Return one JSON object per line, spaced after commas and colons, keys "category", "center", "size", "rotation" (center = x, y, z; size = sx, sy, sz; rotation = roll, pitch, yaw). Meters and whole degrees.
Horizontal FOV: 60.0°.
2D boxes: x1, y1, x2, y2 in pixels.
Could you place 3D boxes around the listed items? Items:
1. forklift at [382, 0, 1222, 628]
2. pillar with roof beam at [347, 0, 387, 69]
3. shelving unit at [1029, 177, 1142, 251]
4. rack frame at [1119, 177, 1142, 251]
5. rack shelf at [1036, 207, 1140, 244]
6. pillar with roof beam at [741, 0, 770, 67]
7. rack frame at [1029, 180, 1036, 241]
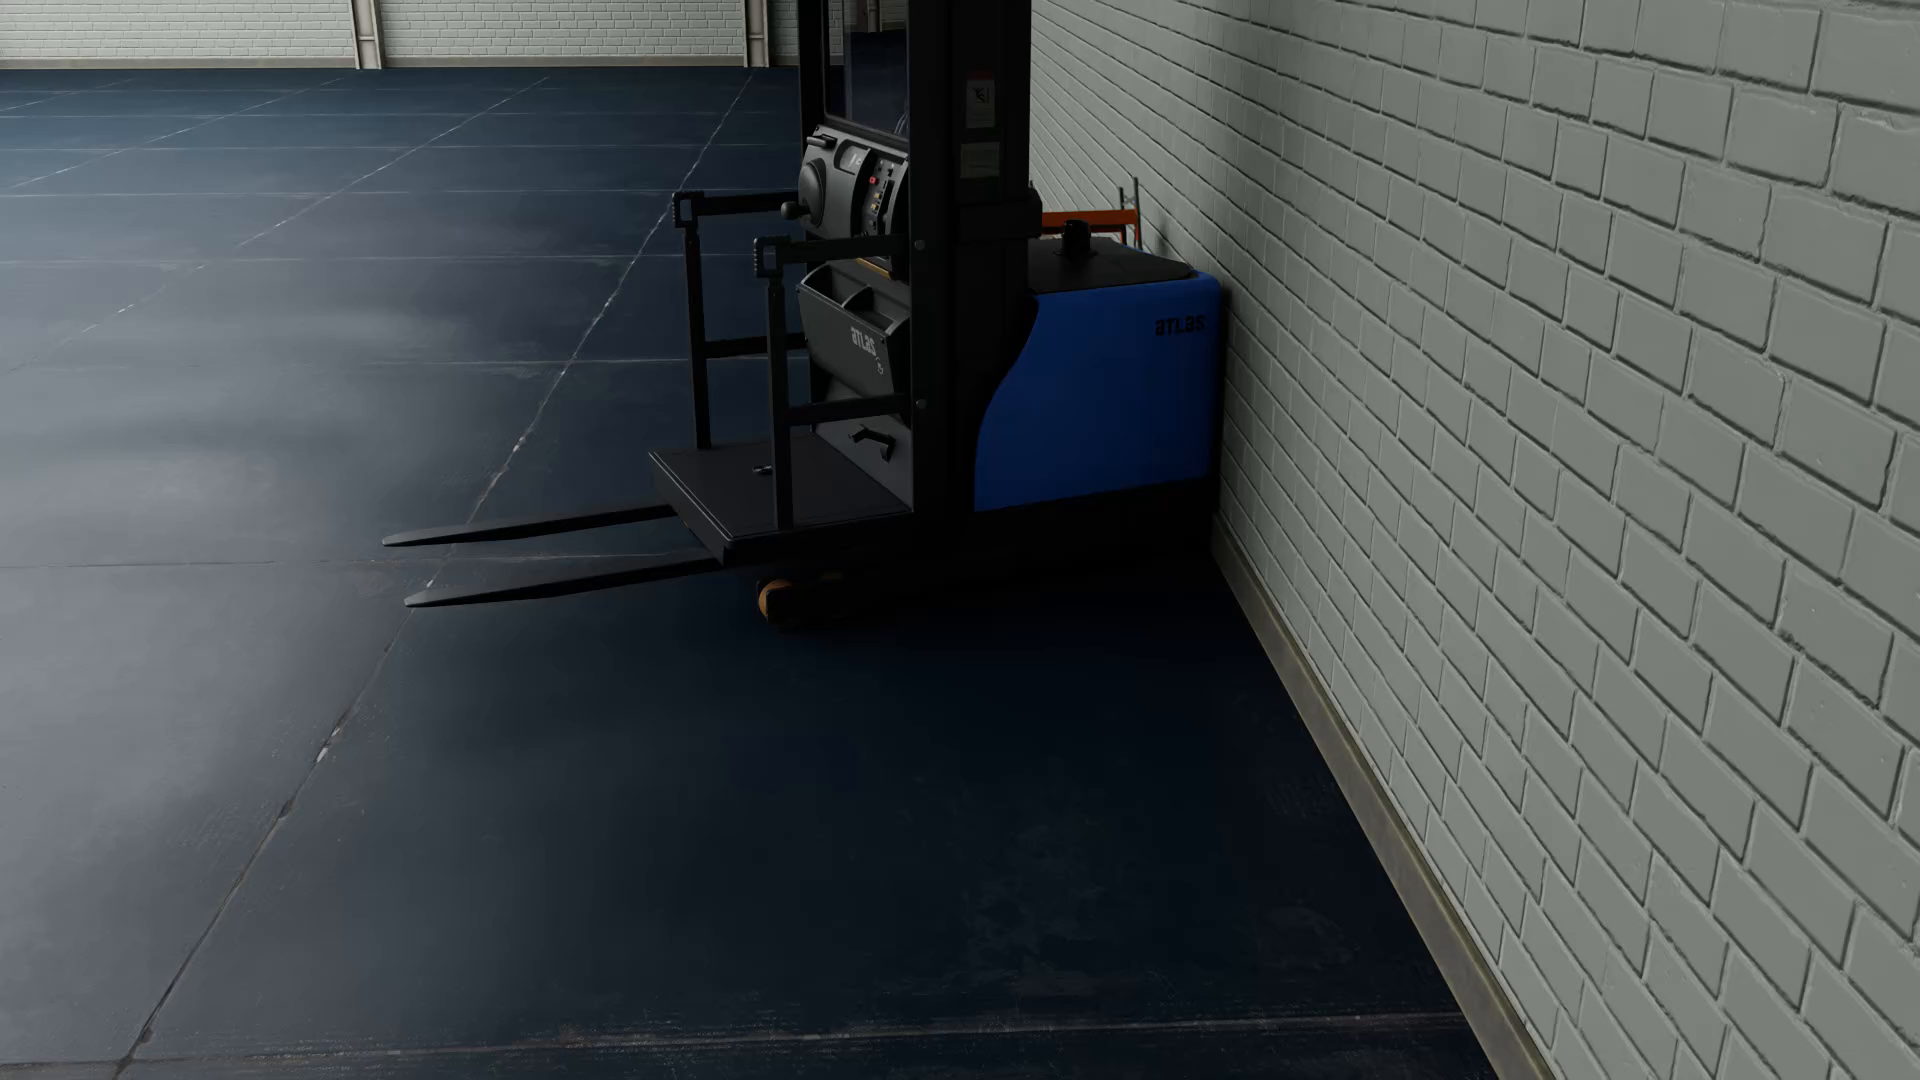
{"category": "forklift", "center": [-0.570, -1.278, 5.857], "size": [3.031, 2.935, 1.130], "rotation": [-9, 23, -23]}
{"category": "pillar with roof beam", "center": [-8.953, -10.053, 20.379], "size": [0.400, 9.000, 9.100], "rotation": [-1, 21, -3]}
{"category": "shelving unit", "center": [0.572, -1.020, 7.576], "size": [0.503, 1.200, 0.258], "rotation": [-4, 2, -12]}
{"category": "rack frame", "center": [0.810, -1.038, 7.626], "size": [0.015, 1.200, 0.240], "rotation": [-4, 2, -12]}
{"category": "rack shelf", "center": [0.545, -1.412, 7.565], "size": [0.480, 0.148, 0.258], "rotation": [-4, 2, -12]}
{"category": "pillar with roof beam", "center": [-2.963, -10.175, 20.699], "size": [0.400, 9.000, 9.100], "rotation": [-1, 21, -3]}
{"category": "rack frame", "center": [0.334, -1.002, 7.527], "size": [0.015, 1.200, 0.240], "rotation": [-4, 2, -12]}
